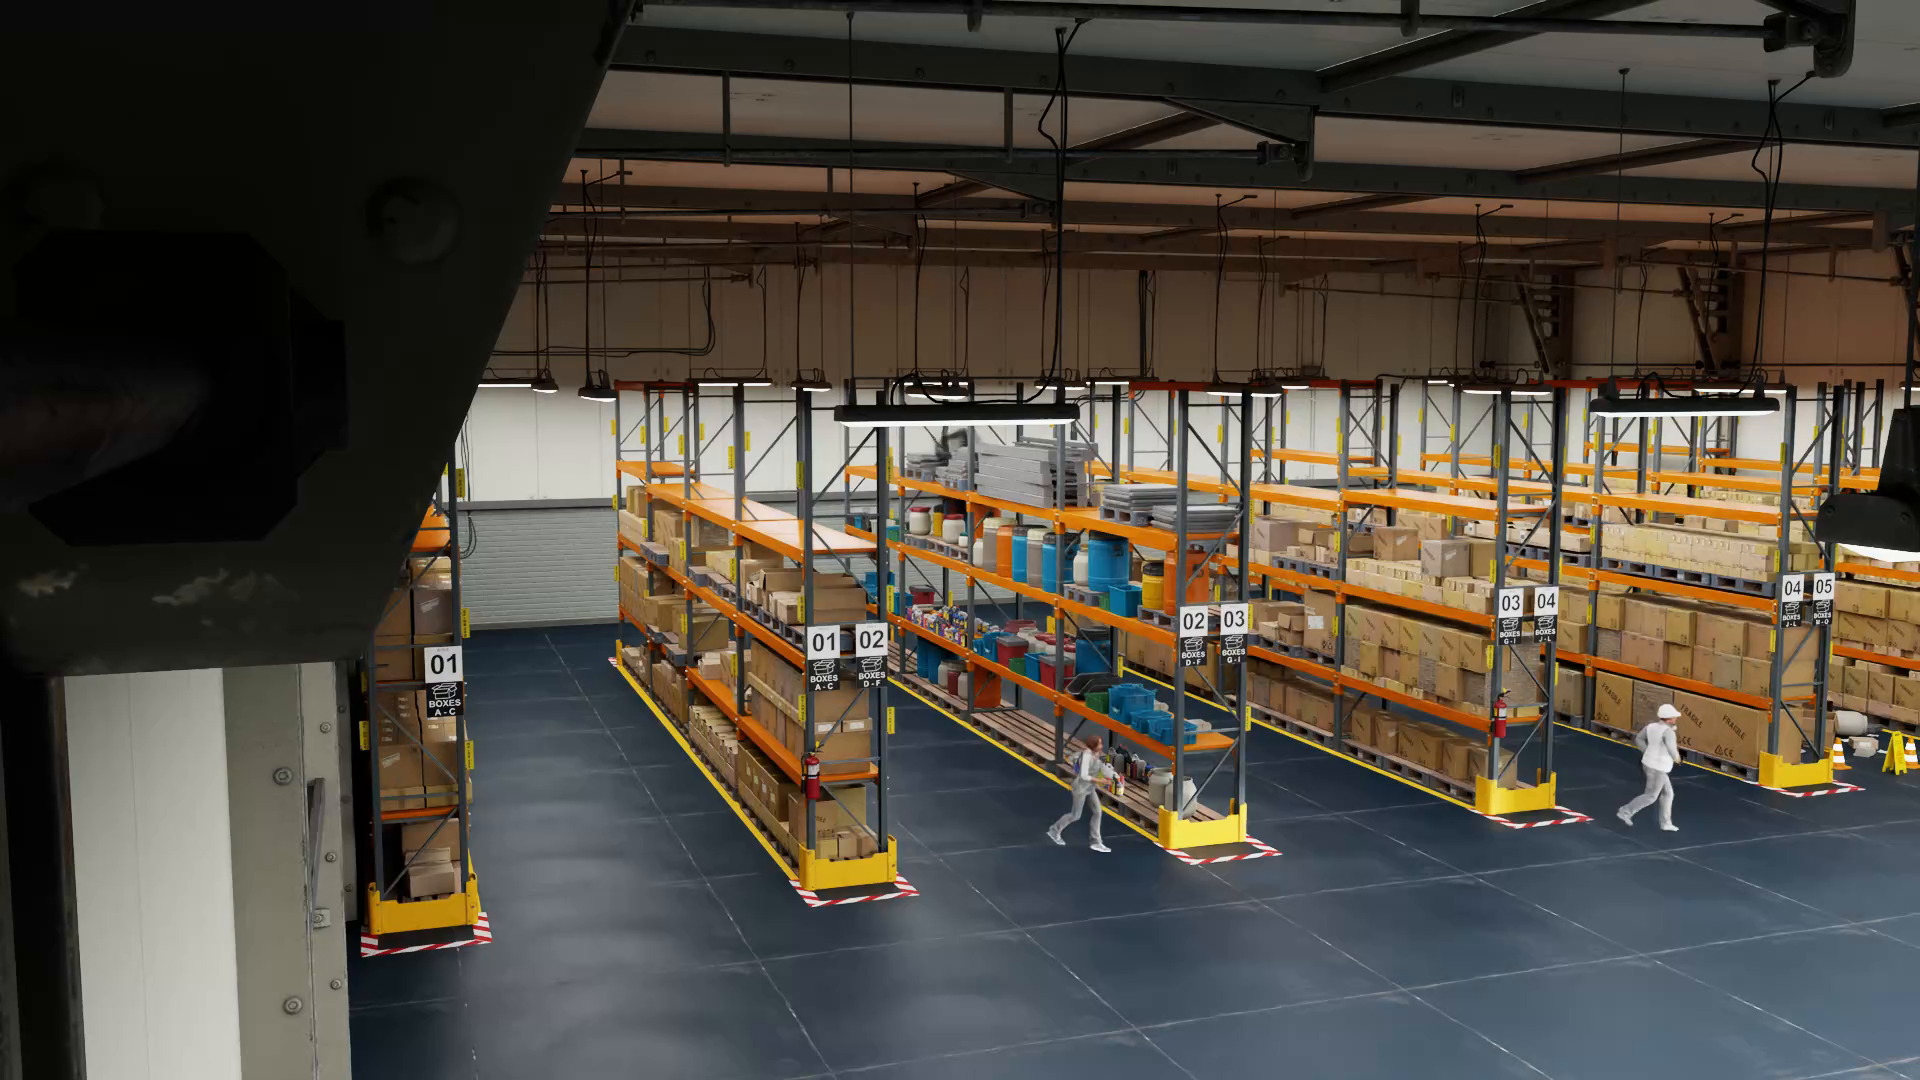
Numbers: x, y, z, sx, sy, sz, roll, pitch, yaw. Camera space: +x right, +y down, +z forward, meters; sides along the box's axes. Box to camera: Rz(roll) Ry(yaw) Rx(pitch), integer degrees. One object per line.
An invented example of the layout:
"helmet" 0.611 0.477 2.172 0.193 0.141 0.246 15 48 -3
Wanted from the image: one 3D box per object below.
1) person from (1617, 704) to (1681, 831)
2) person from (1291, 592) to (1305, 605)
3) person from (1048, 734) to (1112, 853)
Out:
"person" 9.358 3.088 22.473 0.797 1.754 0.621 0 6 3
"person" 8.725 0.977 42.470 0.559 1.728 0.674 -5 8 -42
"person" 1.566 3.272 21.624 0.878 1.572 0.530 3 7 26
